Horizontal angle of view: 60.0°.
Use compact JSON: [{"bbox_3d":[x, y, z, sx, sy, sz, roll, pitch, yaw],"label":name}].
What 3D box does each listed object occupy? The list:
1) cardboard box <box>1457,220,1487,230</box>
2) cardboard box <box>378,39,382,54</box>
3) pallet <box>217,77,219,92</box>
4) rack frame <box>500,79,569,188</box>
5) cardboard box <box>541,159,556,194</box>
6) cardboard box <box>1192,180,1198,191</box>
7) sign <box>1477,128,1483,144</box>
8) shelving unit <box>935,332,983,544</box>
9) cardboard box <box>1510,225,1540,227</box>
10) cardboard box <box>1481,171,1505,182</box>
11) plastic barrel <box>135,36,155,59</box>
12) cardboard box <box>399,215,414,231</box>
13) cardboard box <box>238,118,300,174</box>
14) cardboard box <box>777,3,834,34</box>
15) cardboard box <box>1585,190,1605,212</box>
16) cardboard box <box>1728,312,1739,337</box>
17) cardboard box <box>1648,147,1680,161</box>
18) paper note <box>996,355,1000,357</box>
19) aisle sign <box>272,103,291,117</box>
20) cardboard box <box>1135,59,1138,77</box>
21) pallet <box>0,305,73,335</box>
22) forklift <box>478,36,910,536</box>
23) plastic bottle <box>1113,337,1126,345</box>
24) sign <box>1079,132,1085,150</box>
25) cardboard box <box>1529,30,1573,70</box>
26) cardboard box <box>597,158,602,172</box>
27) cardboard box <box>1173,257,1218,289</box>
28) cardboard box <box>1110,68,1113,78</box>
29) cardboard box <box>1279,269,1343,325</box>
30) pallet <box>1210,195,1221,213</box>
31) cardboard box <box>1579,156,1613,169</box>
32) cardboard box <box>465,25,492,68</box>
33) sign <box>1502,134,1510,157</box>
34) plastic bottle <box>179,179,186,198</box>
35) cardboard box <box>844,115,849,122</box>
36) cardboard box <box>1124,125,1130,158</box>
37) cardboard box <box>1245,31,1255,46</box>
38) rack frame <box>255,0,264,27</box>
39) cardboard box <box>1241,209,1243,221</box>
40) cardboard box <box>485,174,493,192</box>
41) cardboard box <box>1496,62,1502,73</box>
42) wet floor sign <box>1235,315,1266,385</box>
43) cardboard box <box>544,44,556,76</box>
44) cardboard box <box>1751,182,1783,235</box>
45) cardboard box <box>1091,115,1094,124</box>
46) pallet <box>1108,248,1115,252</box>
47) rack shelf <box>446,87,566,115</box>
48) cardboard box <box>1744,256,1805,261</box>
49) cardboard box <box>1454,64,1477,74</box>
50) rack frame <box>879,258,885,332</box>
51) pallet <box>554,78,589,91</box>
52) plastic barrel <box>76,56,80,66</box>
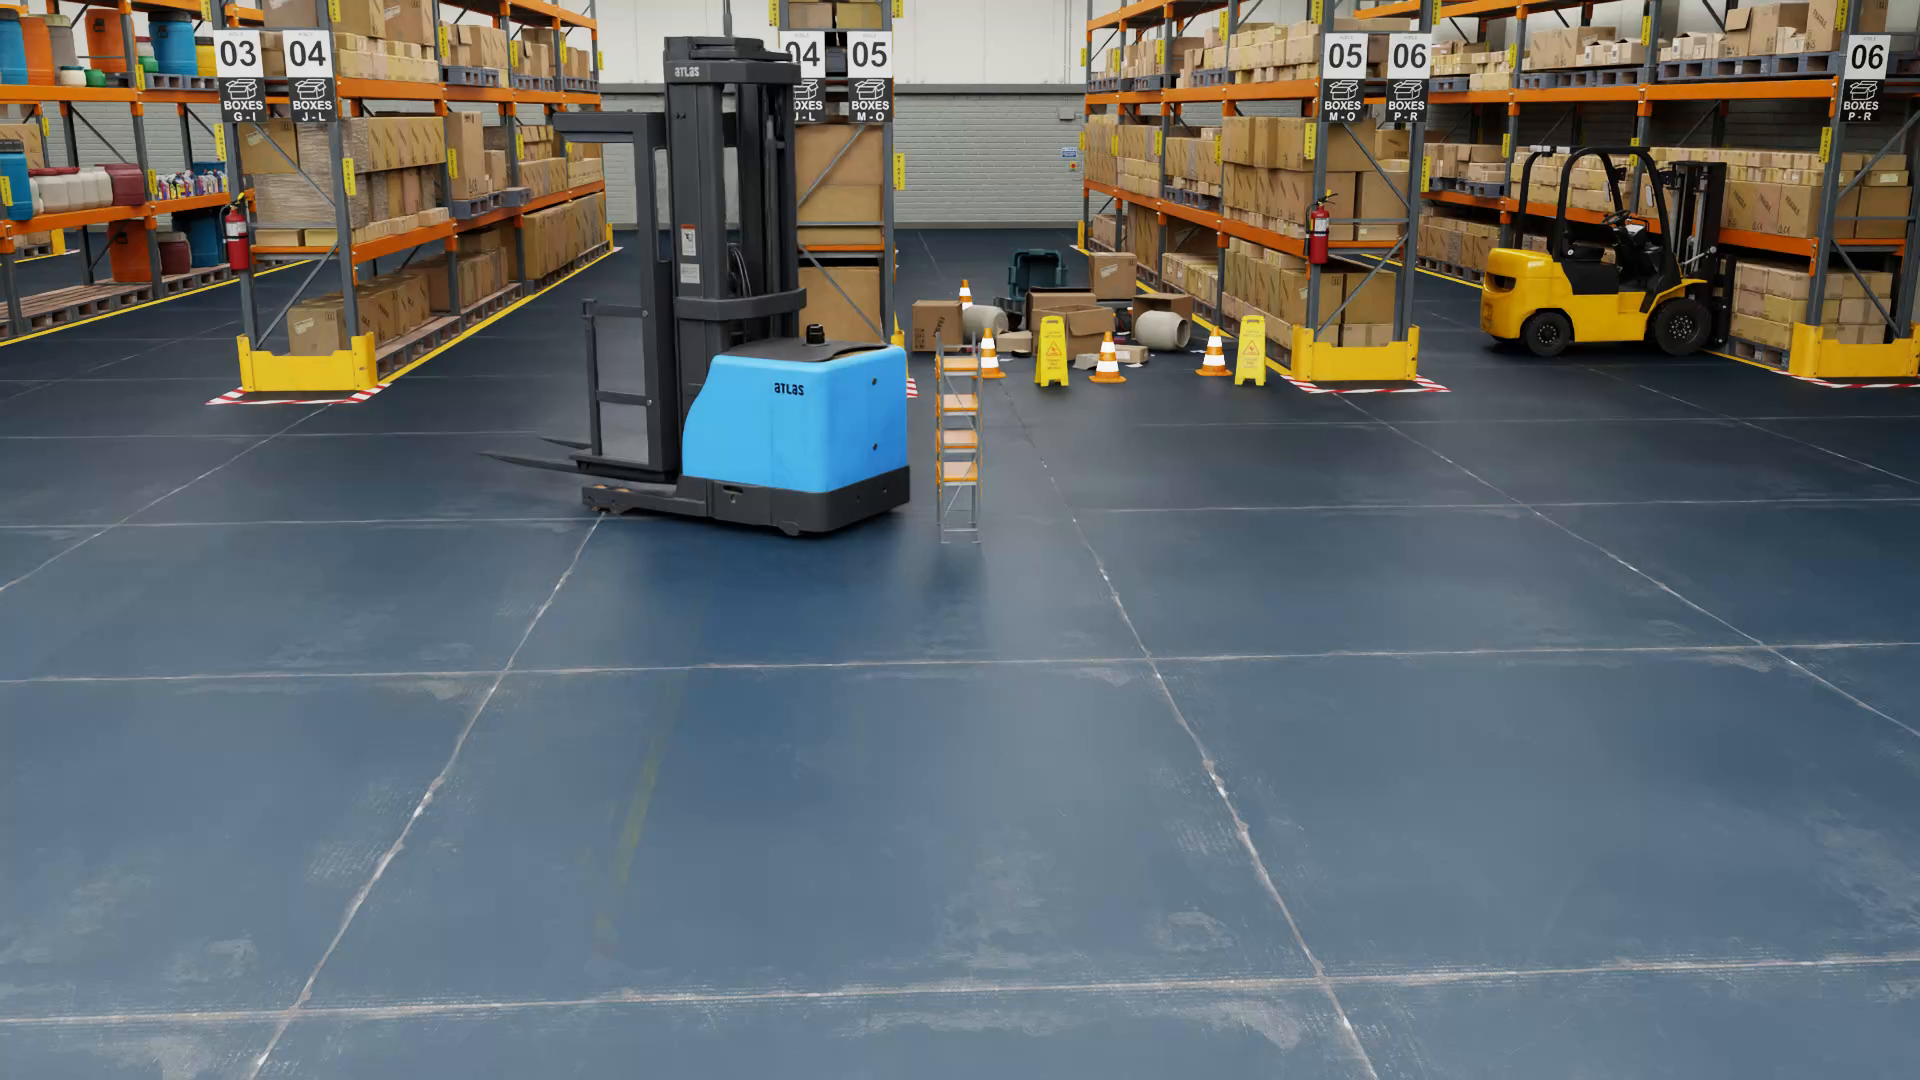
[{"bbox_3d":[7.979,-4.895,25.905,0.380,0.149,0.250,-1,14,-3],"label":"cardboard box"},{"bbox_3d":[-5.963,-4.888,16.485,0.380,0.149,0.250,-1,14,-4],"label":"cardboard box"},{"bbox_3d":[-11.609,-6.933,25.312,1.213,0.211,1.003,-1,14,-3],"label":"pallet"},{"bbox_3d":[-6.812,-5.842,26.711,1.000,3.000,0.127,-1,14,-3],"label":"rack frame"},{"bbox_3d":[-6.447,-5.525,25.280,0.500,0.500,0.500,-1,14,-4],"label":"cardboard box"},{"bbox_3d":[3.213,-4.595,21.528,0.380,0.149,0.250,0,14,-2],"label":"cardboard box"},{"bbox_3d":[8.587,-6.643,27.500,0.100,0.325,0.005,-1,14,-3],"label":"sign"},{"bbox_3d":[-0.010,-0.622,10.037,0.258,1.200,0.503,-1,14,-3],"label":"shelving unit"},{"bbox_3d":[8.475,-4.646,24.936,0.380,0.149,0.250,-1,14,-3],"label":"cardboard box"},{"bbox_3d":[7.857,-5.317,24.332,0.380,0.149,0.250,-1,14,-2],"label":"cardboard box"},{"bbox_3d":[-11.768,-6.931,23.809,0.433,0.535,0.433,0,14,0],"label":"plastic barrel"},{"bbox_3d":[-5.931,-3.308,17.369,0.380,0.149,0.250,-1,14,-3],"label":"cardboard box"},{"bbox_3d":[-6.349,-3.667,15.455,0.500,0.500,0.500,-1,14,-3],"label":"cardboard box"},{"bbox_3d":[-1.421,-4.802,15.311,0.500,0.250,0.500,-1,14,-3],"label":"cardboard box"},{"bbox_3d":[8.200,-4.256,20.850,0.500,0.250,0.500,-1,14,-4],"label":"cardboard box"},{"bbox_3d":[8.389,-2.320,17.699,0.500,0.250,0.500,-1,14,-3],"label":"cardboard box"},{"bbox_3d":[8.252,-4.505,19.418,0.380,0.149,0.250,-1,14,-2],"label":"cardboard box"},{"bbox_3d":[0.391,-1.944,17.561,0.032,0.001,0.123,7,16,26],"label":"paper note"},{"bbox_3d":[-12.304,-8.032,30.008,0.394,0.787,0.004,-1,14,-3],"label":"aisle sign"},{"bbox_3d":[2.843,-7.126,25.109,0.396,0.266,0.258,0,14,1],"label":"cardboard box"},{"bbox_3d":[-11.347,-2.620,19.785,1.003,0.211,1.213,-1,14,-3],"label":"pallet"},{"bbox_3d":[-1.856,-1.689,10.707,3.031,2.935,1.130,8,17,29],"label":"forklift"},{"bbox_3d":[1.783,-2.232,18.579,0.133,0.061,0.283,2,15,6],"label":"plastic bottle"},{"bbox_3d":[2.277,-7.440,31.027,0.100,0.325,0.005,-1,14,-3],"label":"sign"},{"bbox_3d":[8.083,-6.647,22.575,0.500,0.500,0.500,-1,14,-3],"label":"cardboard box"},{"bbox_3d":[-6.765,-6.792,30.107,0.500,0.250,0.500,-1,14,-4],"label":"cardboard box"},{"bbox_3d":[3.406,-3.607,22.455,0.950,0.372,0.625,-1,14,-5],"label":"cardboard box"},{"bbox_3d":[2.704,-7.797,27.752,0.380,0.149,0.250,-1,14,-2],"label":"cardboard box"},{"bbox_3d":[3.513,-2.441,16.662,0.500,0.500,0.500,-1,14,-3],"label":"cardboard box"},{"bbox_3d":[3.673,-4.105,20.344,1.003,0.211,1.213,-1,14,-3],"label":"pallet"},{"bbox_3d":[8.177,-4.844,21.331,0.380,0.149,0.250,-1,14,-3],"label":"cardboard box"},{"bbox_3d":[-6.227,-6.225,20.976,0.500,0.500,0.500,-1,14,-2],"label":"cardboard box"},{"bbox_3d":[7.740,-5.589,23.565,0.100,0.325,0.005,-1,14,-3],"label":"sign"},{"bbox_3d":[-11.249,-5.080,24.008,0.097,0.271,0.097,0,14,0],"label":"plastic bottle"},{"bbox_3d":[-1.640,-6.686,27.188,0.500,0.500,0.500,-1,14,-2],"label":"cardboard box"},{"bbox_3d":[2.879,-6.287,26.236,0.500,0.500,0.500,-1,14,-4],"label":"cardboard box"},{"bbox_3d":[3.311,-5.443,18.046,0.380,0.149,0.250,-1,14,-4],"label":"cardboard box"},{"bbox_3d":[-12.003,-9.665,29.533,1.000,3.000,0.127,-1,14,-3],"label":"rack frame"},{"bbox_3d":[3.388,-3.673,18.785,0.380,0.149,0.250,-1,14,-4],"label":"cardboard box"},{"bbox_3d":[-6.191,-4.575,21.214,0.396,0.266,0.258,-1,14,-5],"label":"cardboard box"},{"bbox_3d":[8.031,-6.866,24.172,0.380,0.149,0.250,-1,14,-2],"label":"cardboard box"},{"bbox_3d":[2.766,-1.806,15.752,0.267,0.644,0.232,4,15,16],"label":"wet floor sign"},{"bbox_3d":[-6.920,-7.788,27.013,0.700,0.500,0.500,-2,15,-7],"label":"cardboard box"},{"bbox_3d":[8.461,-3.384,16.958,0.500,0.500,0.500,0,14,-2],"label":"cardboard box"},{"bbox_3d":[2.566,-7.613,30.087,0.380,0.149,0.250,0,14,-2],"label":"cardboard box"},{"bbox_3d":[3.110,-4.835,28.393,1.003,0.211,1.213,-1,14,-3],"label":"pallet"},{"bbox_3d":[-6.688,-6.449,24.494,1.077,0.370,4.000,-1,14,-3],"label":"rack shelf"},{"bbox_3d":[8.856,-2.943,18.112,0.500,0.250,0.500,-1,14,-5],"label":"cardboard box"},{"bbox_3d":[7.775,-7.193,25.403,0.380,0.149,0.250,-1,14,-2],"label":"cardboard box"},{"bbox_3d":[-1.359,-3.904,19.178,1.000,3.000,0.127,-1,14,-3],"label":"rack frame"},{"bbox_3d":[-6.925,-7.758,28.316,1.003,0.211,1.213,-1,14,-3],"label":"pallet"},{"bbox_3d":[-11.794,-6.195,21.841,0.421,0.512,0.421,0,14,0],"label":"plastic barrel"}]
